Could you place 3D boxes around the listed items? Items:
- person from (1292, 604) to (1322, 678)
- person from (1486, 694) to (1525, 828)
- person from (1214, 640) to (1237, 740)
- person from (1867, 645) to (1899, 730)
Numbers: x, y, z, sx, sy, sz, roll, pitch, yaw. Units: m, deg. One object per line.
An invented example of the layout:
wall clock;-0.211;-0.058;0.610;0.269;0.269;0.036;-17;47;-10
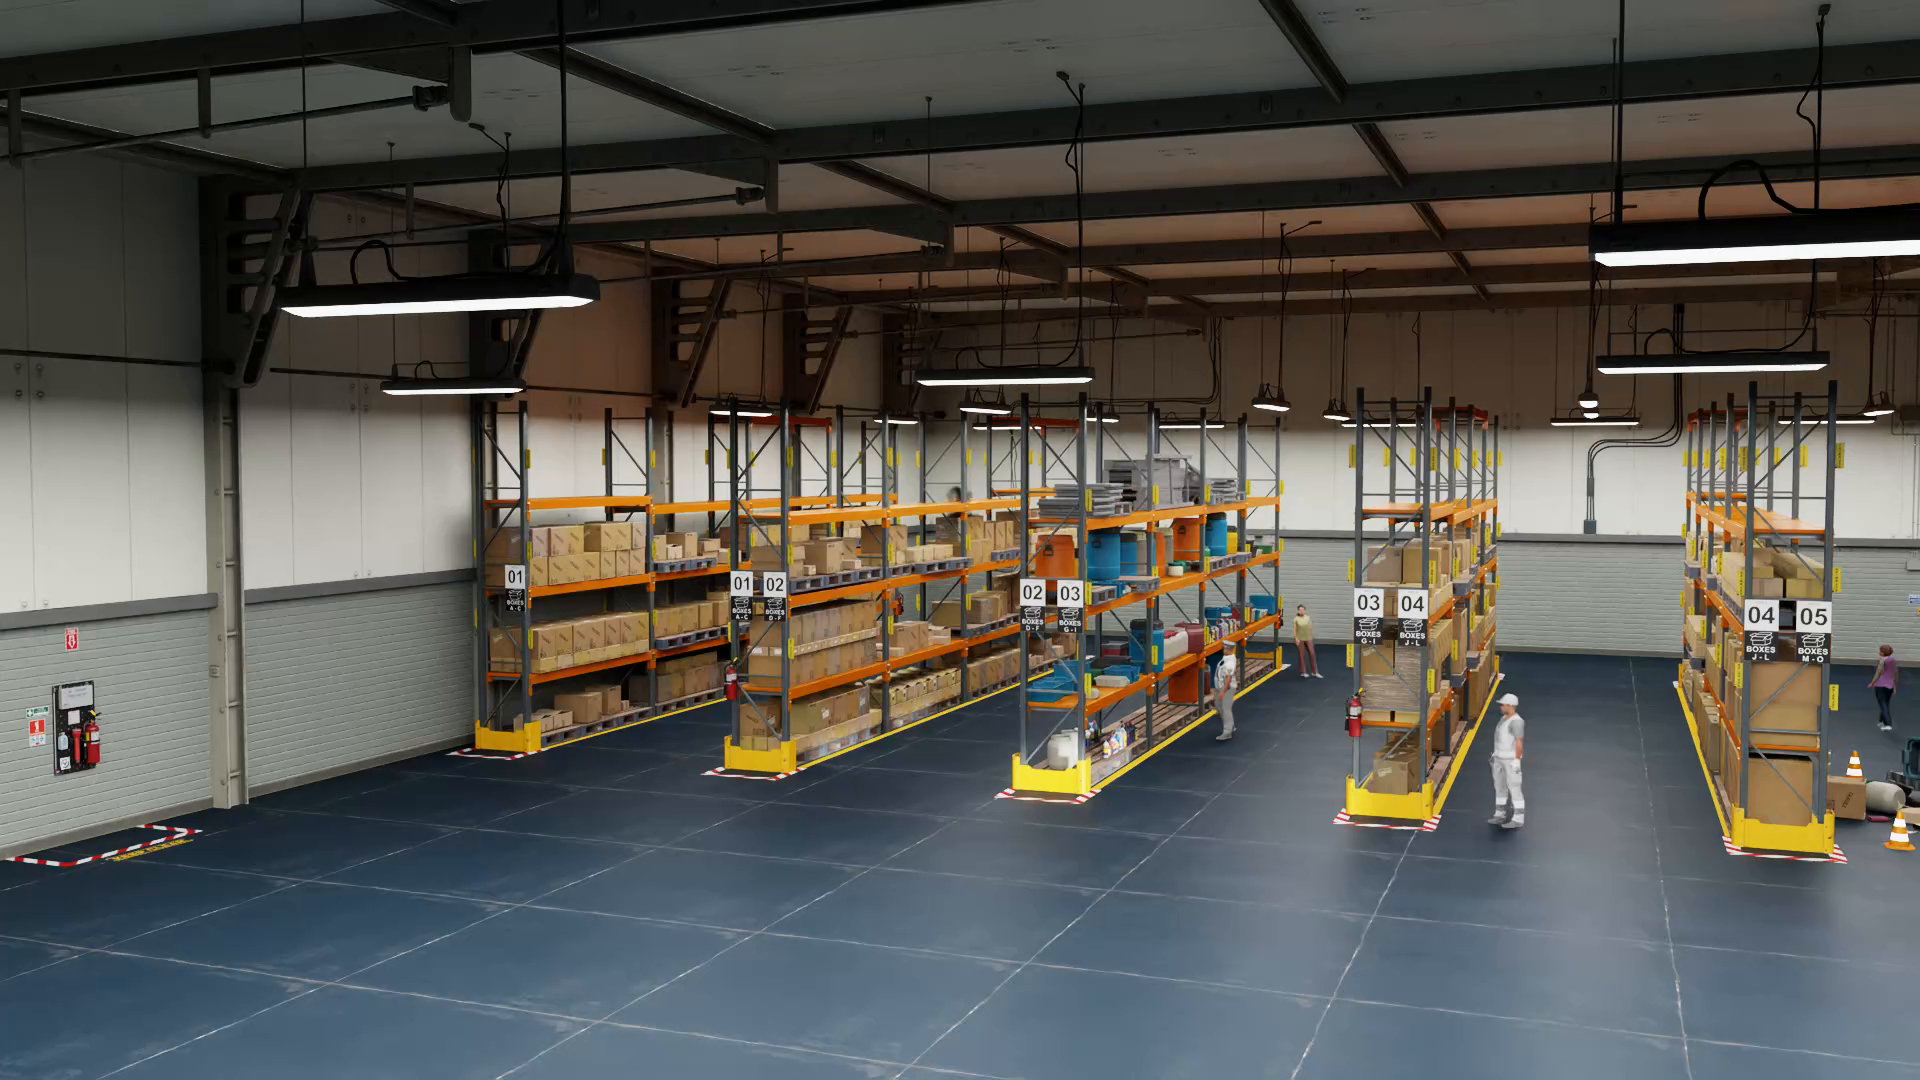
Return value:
person;7.967;2.319;38.176;0.665;1.683;0.333;0;3;-3
person;7.450;2.997;22.711;0.438;1.788;0.628;-1;3;-20
person;4.766;2.695;29.819;0.452;1.785;0.641;0;3;-4
person;17.043;2.706;30.690;0.506;1.578;0.841;0;3;8
